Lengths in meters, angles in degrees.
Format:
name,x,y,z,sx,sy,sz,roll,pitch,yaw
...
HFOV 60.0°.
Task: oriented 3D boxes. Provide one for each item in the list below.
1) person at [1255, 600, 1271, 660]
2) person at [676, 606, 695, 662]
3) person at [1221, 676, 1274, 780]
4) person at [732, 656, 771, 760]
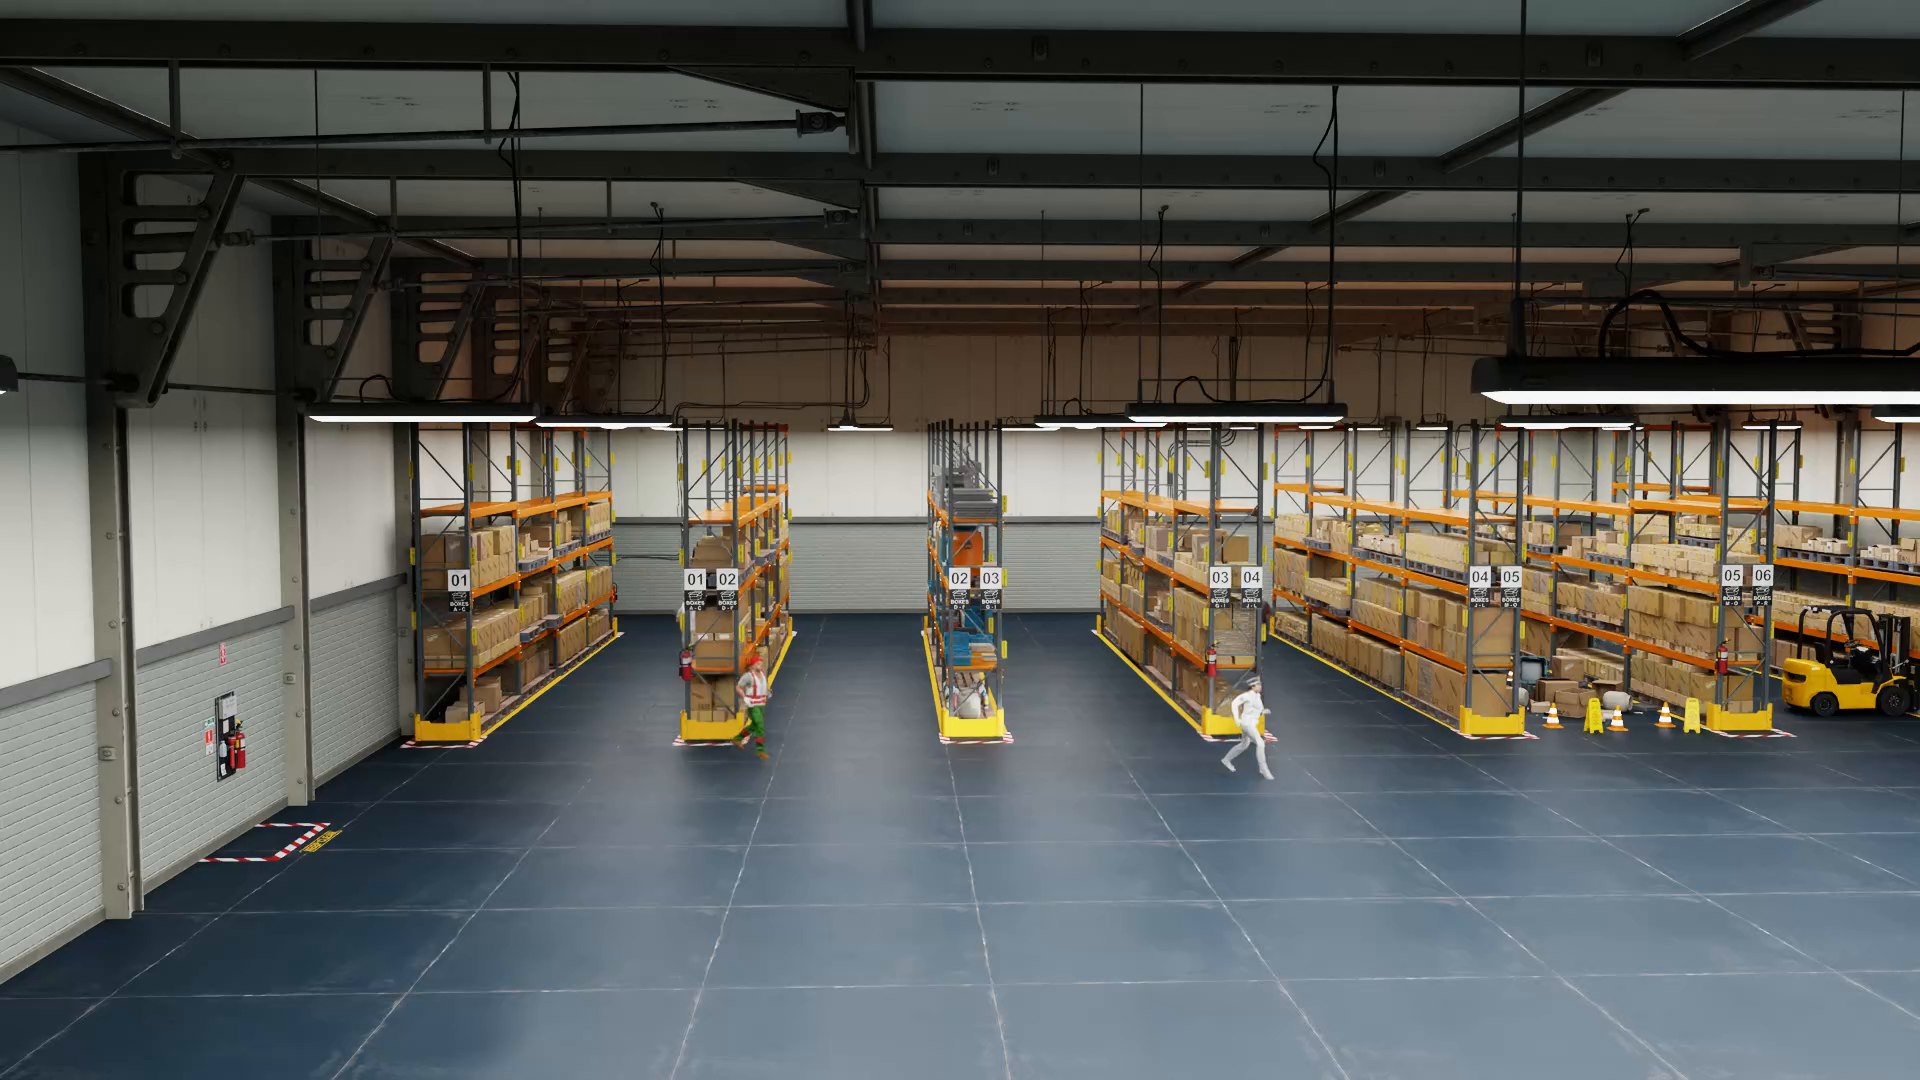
name,x,y,z,sx,sy,sz,roll,pitch,yaw
person,7.568,2.155,42.166,0.715,1.735,0.762,-1,4,-10
person,-6.643,2.229,40.930,0.687,1.743,0.704,-1,4,-8
person,4.799,3.111,27.696,0.911,1.726,0.634,2,4,31
person,-3.650,2.936,29.405,0.889,1.802,0.665,2,4,33
